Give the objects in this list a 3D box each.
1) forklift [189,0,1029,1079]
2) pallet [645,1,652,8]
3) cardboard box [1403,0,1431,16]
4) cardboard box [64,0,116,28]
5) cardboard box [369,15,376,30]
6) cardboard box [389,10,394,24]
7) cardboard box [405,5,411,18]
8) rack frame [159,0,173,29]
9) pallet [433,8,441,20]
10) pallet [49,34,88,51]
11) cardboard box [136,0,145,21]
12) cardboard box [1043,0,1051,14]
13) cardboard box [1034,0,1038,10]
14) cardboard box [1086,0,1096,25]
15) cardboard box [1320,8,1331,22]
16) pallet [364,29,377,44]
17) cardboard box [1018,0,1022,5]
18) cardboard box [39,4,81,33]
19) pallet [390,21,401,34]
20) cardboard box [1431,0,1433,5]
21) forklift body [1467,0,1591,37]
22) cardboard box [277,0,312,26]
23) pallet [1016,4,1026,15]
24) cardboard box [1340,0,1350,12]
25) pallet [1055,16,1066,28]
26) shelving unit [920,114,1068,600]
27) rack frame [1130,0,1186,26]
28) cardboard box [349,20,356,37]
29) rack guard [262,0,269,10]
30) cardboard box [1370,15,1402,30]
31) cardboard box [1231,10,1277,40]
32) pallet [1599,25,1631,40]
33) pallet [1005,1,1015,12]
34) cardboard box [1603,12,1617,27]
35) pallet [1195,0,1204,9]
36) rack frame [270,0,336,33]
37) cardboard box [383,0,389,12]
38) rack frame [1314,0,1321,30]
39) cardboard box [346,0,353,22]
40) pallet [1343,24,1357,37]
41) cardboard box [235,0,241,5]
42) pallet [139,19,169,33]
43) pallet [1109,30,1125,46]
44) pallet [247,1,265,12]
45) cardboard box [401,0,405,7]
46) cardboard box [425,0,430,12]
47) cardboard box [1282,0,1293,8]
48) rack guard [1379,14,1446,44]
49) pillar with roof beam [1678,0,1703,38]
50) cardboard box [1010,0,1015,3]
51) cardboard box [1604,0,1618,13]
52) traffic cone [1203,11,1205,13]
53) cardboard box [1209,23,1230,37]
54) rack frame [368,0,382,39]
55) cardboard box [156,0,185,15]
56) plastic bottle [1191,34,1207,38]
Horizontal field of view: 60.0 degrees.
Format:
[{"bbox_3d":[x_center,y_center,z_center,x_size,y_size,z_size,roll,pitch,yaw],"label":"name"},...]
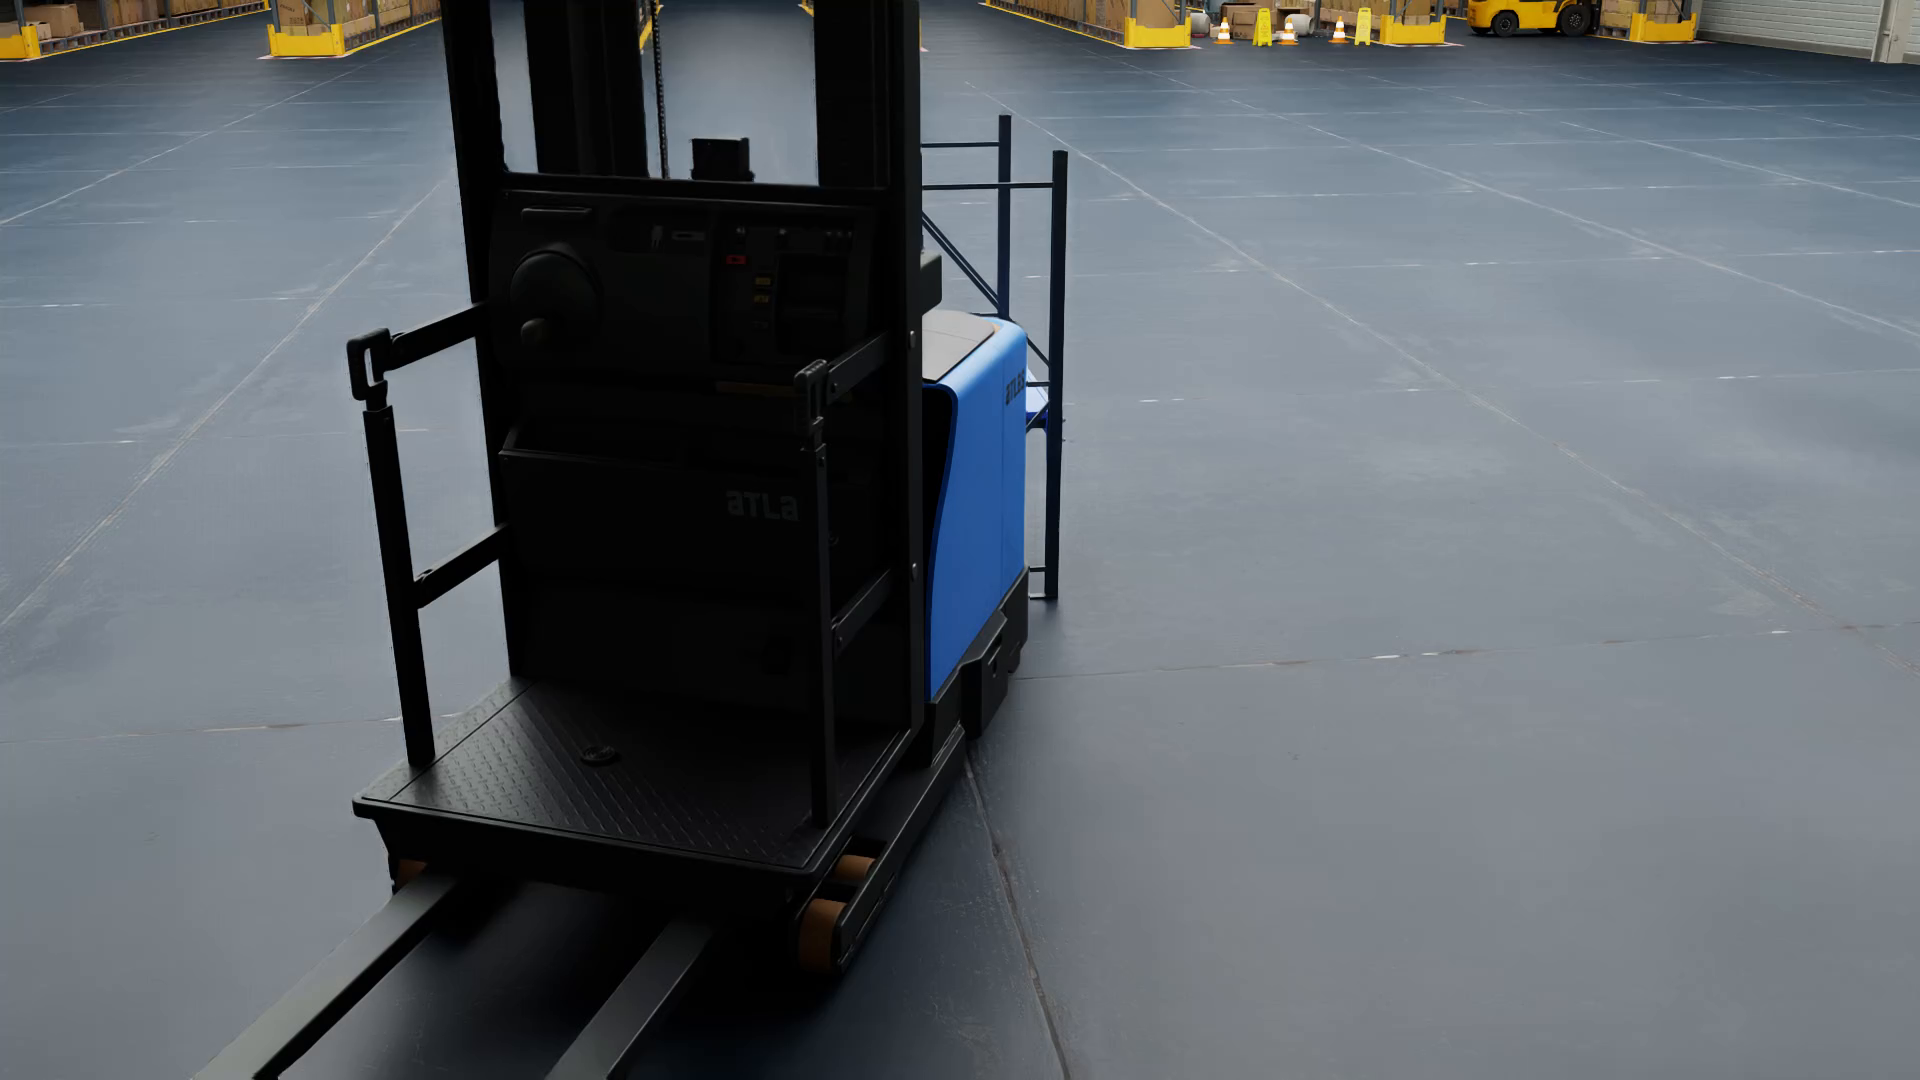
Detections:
[{"bbox_3d":[-0.692,-0.570,3.553,1.130,2.935,3.031,6,21,15],"label":"forklift"},{"bbox_3d":[-8.285,-13.476,41.995,1.003,0.211,1.213,-3,21,-8],"label":"pallet"},{"bbox_3d":[8.629,-10.262,31.663,0.500,0.500,0.500,-4,21,-10],"label":"cardboard box"},{"bbox_3d":[-16.735,-10.126,31.984,0.700,0.500,0.500,-2,21,-6],"label":"cardboard box"},{"bbox_3d":[-11.428,-9.847,31.623,0.500,0.250,0.500,-3,21,-8],"label":"cardboard box"},{"bbox_3d":[-11.674,-10.505,33.384,0.500,0.250,0.500,-4,21,-9],"label":"cardboard box"},{"bbox_3d":[-11.970,-11.211,35.276,0.500,0.250,0.500,-2,21,-6],"label":"cardboard box"},{"bbox_3d":[-17.189,-12.222,34.651,1.000,3.000,0.127,-3,21,-8],"label":"rack frame"},{"bbox_3d":[-12.709,-12.271,38.771,1.003,0.211,1.213,-3,21,-8],"label":"pallet"},{"bbox_3d":[-16.301,-8.876,29.680,1.003,0.211,1.213,-3,21,-8],"label":"pallet"},{"bbox_3d":[-17.074,-10.826,33.858,0.700,0.500,0.500,-3,21,-8],"label":"cardboard box"},{"bbox_3d":[2.437,-12.114,36.977,1.050,0.750,0.750,-3,21,-8],"label":"cardboard box"},{"bbox_3d":[2.014,-12.607,38.654,0.500,0.500,0.500,-2,21,-6],"label":"cardboard box"},{"bbox_3d":[3.037,-10.781,33.232,0.875,0.875,0.875,-3,21,-7],"label":"cardboard box"},{"bbox_3d":[7.717,-10.777,34.112,0.500,0.250,0.500,-4,21,-10],"label":"cardboard box"},{"bbox_3d":[-11.638,-9.504,31.361,1.003,0.211,1.213,-3,21,-8],"label":"pallet"},{"bbox_3d":[1.706,-13.328,40.585,0.500,0.500,0.500,-2,21,-6],"label":"cardboard box"},{"bbox_3d":[-16.423,-9.514,30.347,0.500,0.500,0.500,-4,21,-12],"label":"cardboard box"},{"bbox_3d":[-12.035,-10.458,33.915,1.003,0.211,1.213,-3,21,-8],"label":"pallet"},{"bbox_3d":[11.727,-13.418,40.826,0.500,0.500,0.500,-4,21,-10],"label":"cardboard box"},{"bbox_3d":[11.308,-11.120,32.914,2.313,2.155,1.214,-3,21,-8],"label":"forklift body"},{"bbox_3d":[-11.506,-9.133,28.641,0.500,0.500,0.500,-3,21,-8],"label":"cardboard box"},{"bbox_3d":[1.976,-12.995,40.708,1.003,0.211,1.213,-3,21,-8],"label":"pallet"},{"bbox_3d":[7.879,-10.764,33.006,0.500,0.500,0.500,-2,21,-5],"label":"cardboard box"},{"bbox_3d":[2.650,-11.182,35.852,1.003,0.211,1.213,-3,21,-8],"label":"pallet"},{"bbox_3d":[0.012,-0.673,5.875,0.538,1.500,1.048,-3,21,-8],"label":"shelving unit"},{"bbox_3d":[3.592,-10.416,29.818,1.000,3.000,0.127,-3,21,-8],"label":"rack frame"},{"bbox_3d":[-11.139,-9.154,29.769,0.500,0.250,0.500,-3,21,-8],"label":"cardboard box"},{"bbox_3d":[-18.346,-13.829,42.527,1.175,0.500,0.348,-3,21,-8],"label":"rack guard"},{"bbox_3d":[8.089,-9.884,31.723,0.500,0.250,0.500,-3,21,-8],"label":"cardboard box"},{"bbox_3d":[5.717,-10.012,32.303,0.637,0.503,0.797,17,27,39],"label":"cardboard box"},{"bbox_3d":[13.235,-9.909,32.445,1.003,0.211,1.213,-3,21,-8],"label":"pallet"},{"bbox_3d":[1.730,-13.496,42.048,1.003,0.211,1.213,-3,21,-8],"label":"pallet"},{"bbox_3d":[12.944,-10.181,32.517,0.500,0.250,0.500,-3,21,-8],"label":"cardboard box"},{"bbox_3d":[6.714,-13.817,42.907,1.003,0.211,1.213,-3,21,-8],"label":"pallet"},{"bbox_3d":[-11.134,-9.703,27.907,1.000,3.000,0.127,-3,21,-8],"label":"rack frame"},{"bbox_3d":[-11.591,-10.588,32.807,0.500,0.311,0.500,-3,21,-8],"label":"cardboard box"},{"bbox_3d":[7.899,-12.086,34.288,1.000,3.000,0.127,-3,21,-8],"label":"rack frame"},{"bbox_3d":[-11.150,-9.505,29.636,0.500,0.500,0.500,-3,21,-8],"label":"cardboard box"},{"bbox_3d":[8.210,-10.126,33.025,1.003,0.211,1.213,-3,21,-8],"label":"pallet"},{"bbox_3d":[-17.913,-13.248,40.372,0.700,0.500,0.500,-2,21,-6],"label":"cardboard box"},{"bbox_3d":[-17.078,-10.645,34.414,1.003,0.211,1.213,-3,21,-8],"label":"pallet"},{"bbox_3d":[3.399,-9.383,31.036,1.003,0.211,1.213,-3,21,-8],"label":"pallet"},{"bbox_3d":[-18.149,-13.412,41.824,1.003,0.211,1.213,-3,21,-8],"label":"pallet"},{"bbox_3d":[-11.887,-11.295,34.700,0.500,0.311,0.500,-3,21,-9],"label":"cardboard box"},{"bbox_3d":[-12.299,-12.215,37.578,0.500,0.500,0.500,-4,21,-10],"label":"cardboard box"},{"bbox_3d":[7.612,-11.722,36.471,0.950,0.372,0.625,-2,21,-6],"label":"cardboard box"},{"bbox_3d":[8.465,-9.556,31.088,1.175,0.500,0.348,-3,21,-8],"label":"rack guard"},{"bbox_3d":[9.918,-13.832,30.390,9.100,9.000,0.400,-3,21,-8],"label":"pillar with roof beam"},{"bbox_3d":[1.468,-13.551,41.685,0.380,0.149,0.250,-3,21,-7],"label":"cardboard box"},{"bbox_3d":[12.946,-10.422,32.449,0.500,0.250,0.500,-3,21,-8],"label":"cardboard box"},{"bbox_3d":[5.303,-11.306,35.826,0.336,0.463,0.334,-3,21,-8],"label":"traffic cone"},{"bbox_3d":[5.086,-10.018,32.660,0.396,0.266,0.258,1,20,2],"label":"cardboard box"},{"bbox_3d":[-11.711,-11.088,31.616,1.000,3.000,0.127,-3,21,-8],"label":"rack frame"},{"bbox_3d":[-17.165,-11.672,35.653,0.750,0.750,0.750,-3,21,-8],"label":"cardboard box"},{"bbox_3d":[4.683,-9.873,32.563,0.283,0.061,0.133,-11,23,-26],"label":"plastic bottle"}]
